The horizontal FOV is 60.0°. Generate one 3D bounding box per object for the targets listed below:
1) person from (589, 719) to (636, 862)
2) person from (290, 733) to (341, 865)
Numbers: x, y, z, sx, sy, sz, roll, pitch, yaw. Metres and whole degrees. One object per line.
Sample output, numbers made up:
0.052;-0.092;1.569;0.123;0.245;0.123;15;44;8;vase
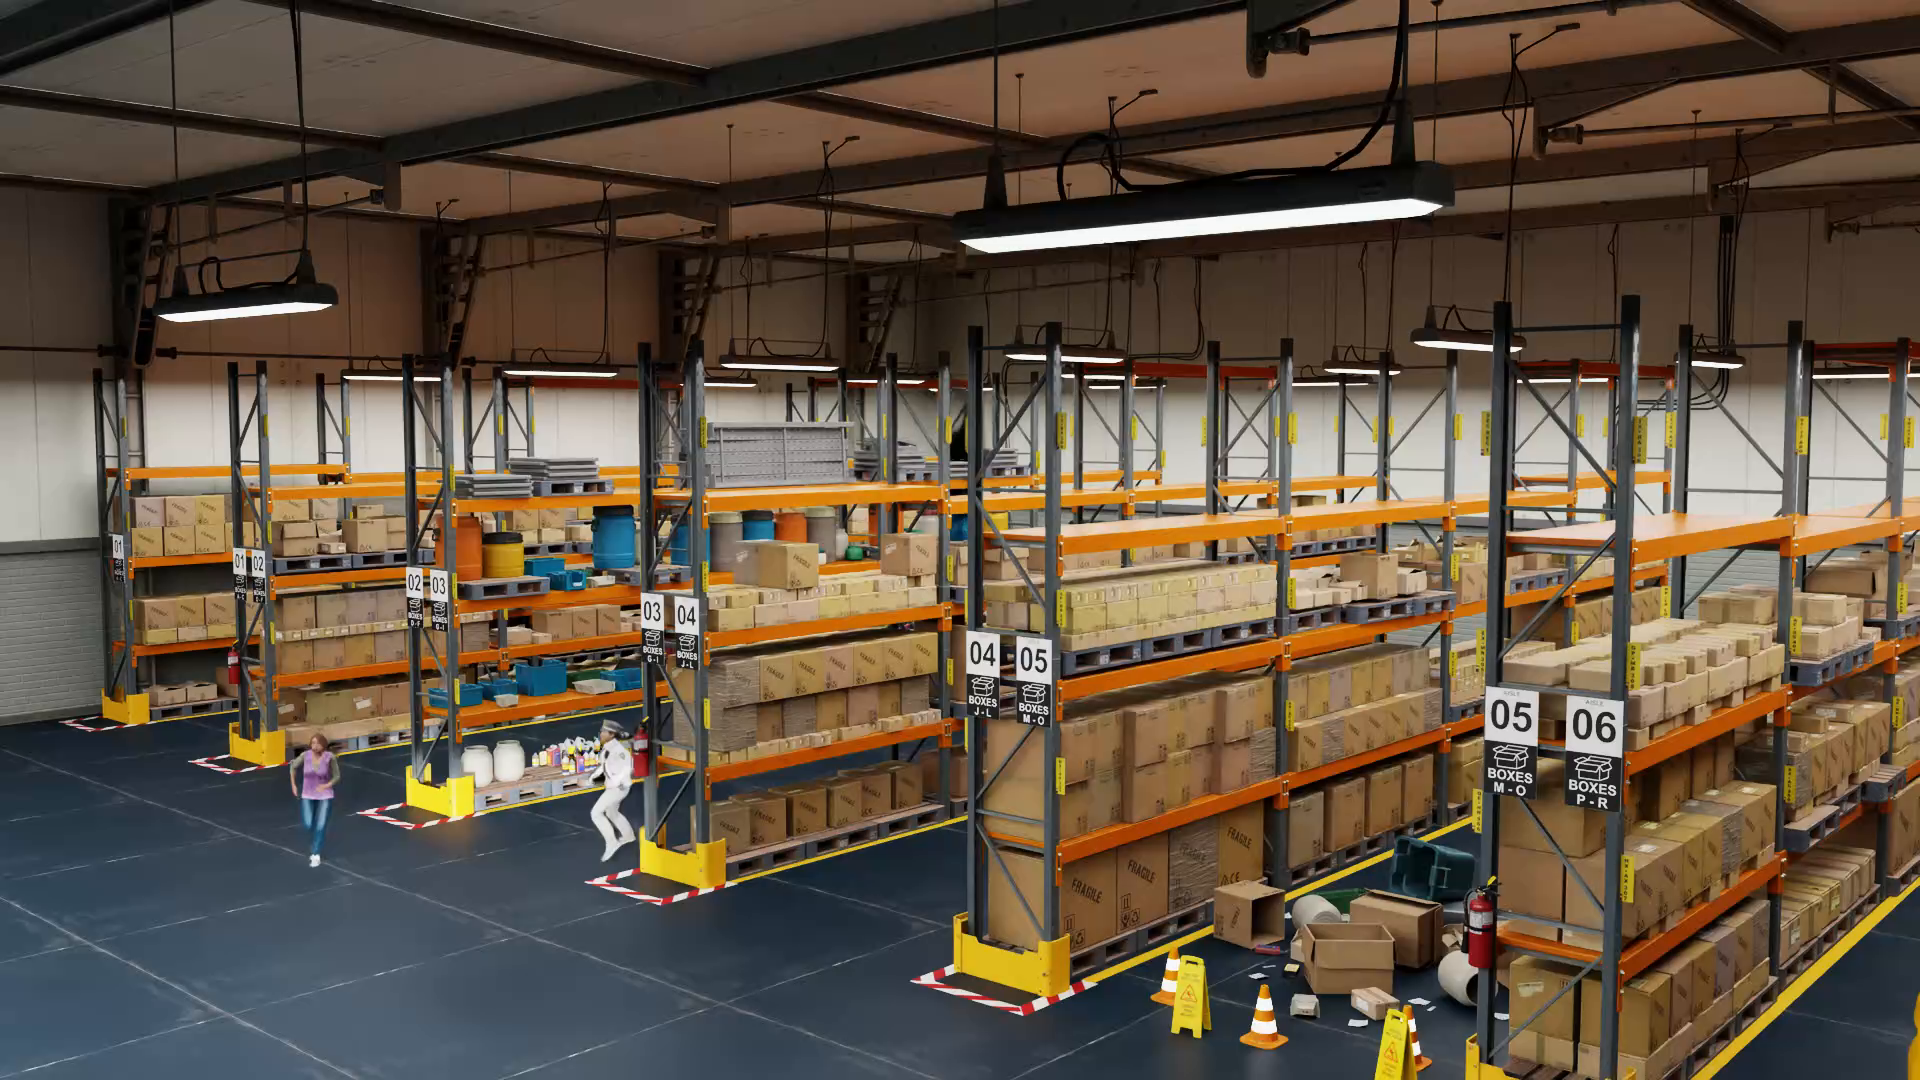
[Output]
-4.071;2.913;19.625;0.676;1.647;0.786;-2;5;-29;person
-7.437;2.994;19.176;0.573;1.549;0.616;-1;4;-12;person
